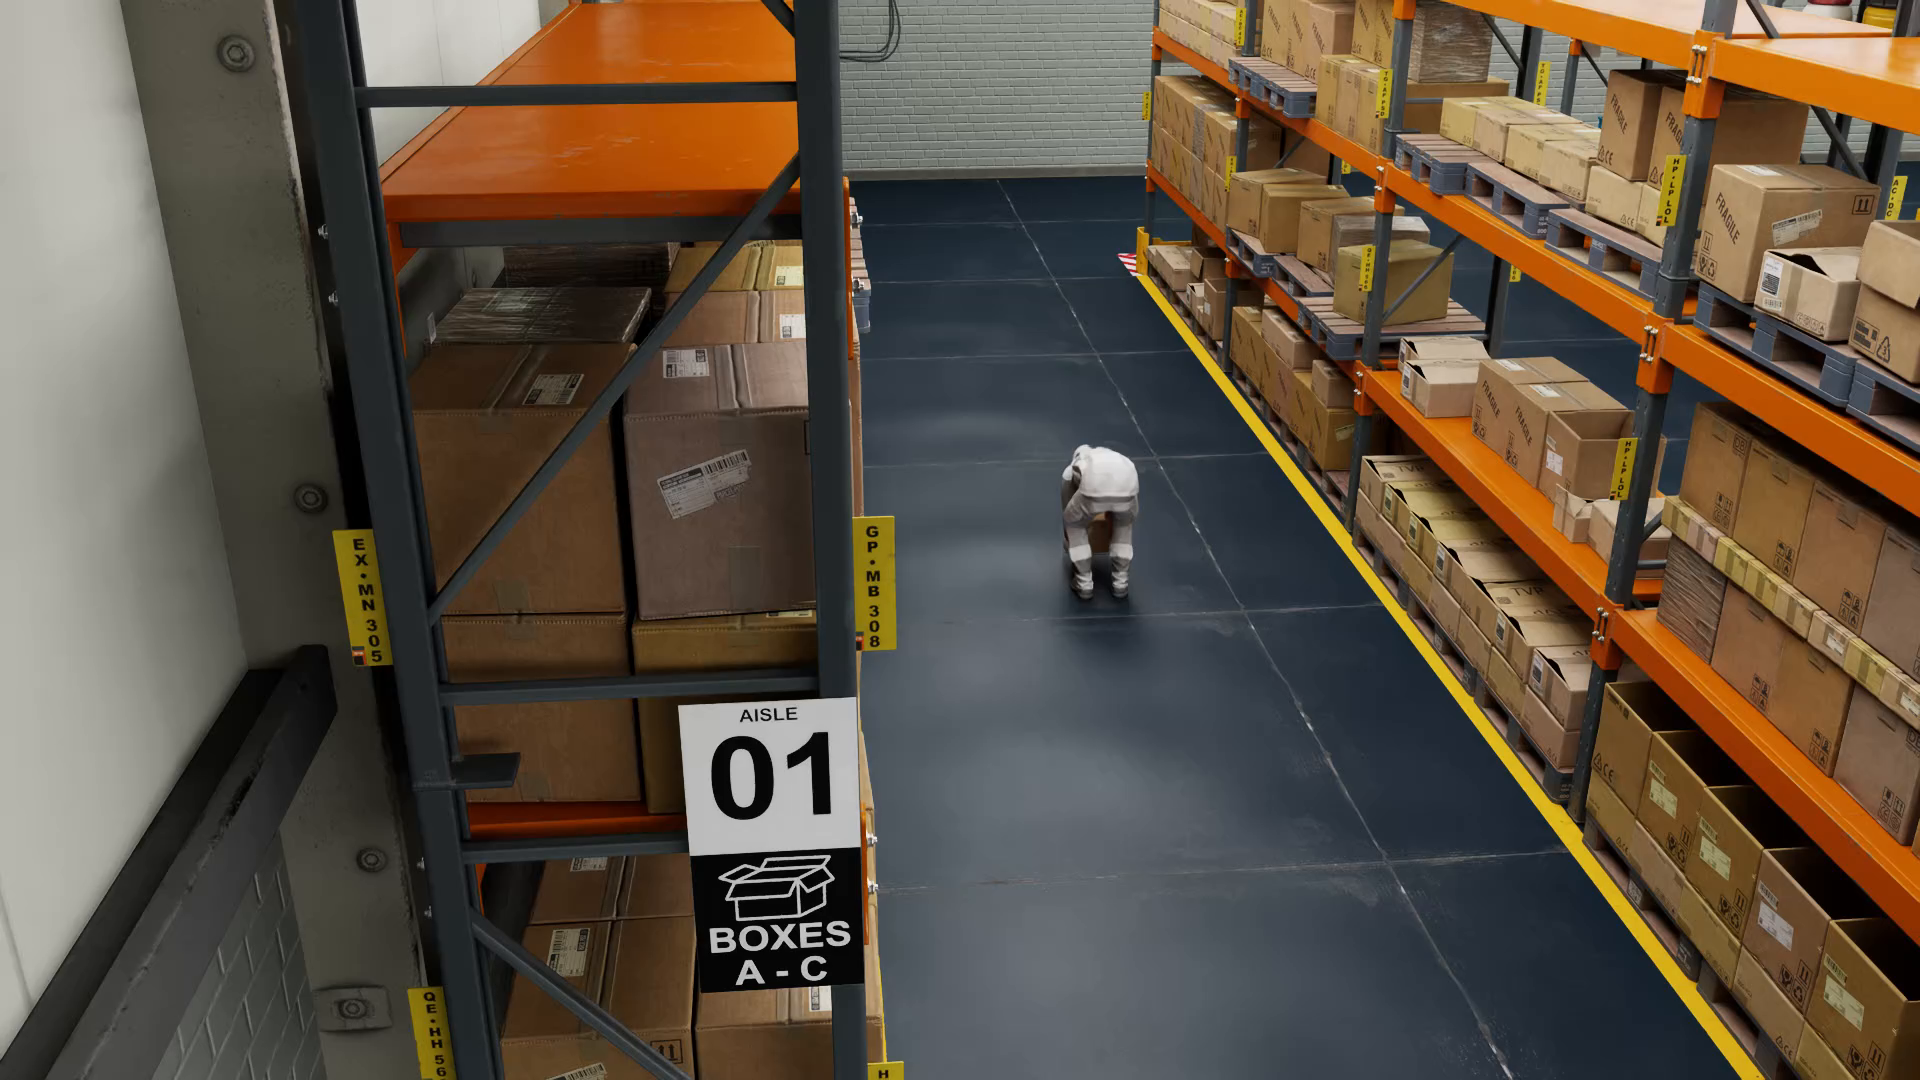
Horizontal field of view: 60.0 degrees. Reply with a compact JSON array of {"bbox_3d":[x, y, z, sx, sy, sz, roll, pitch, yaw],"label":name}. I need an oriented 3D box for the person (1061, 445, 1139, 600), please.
[{"bbox_3d":[0.957,-0.194,11.682,0.524,1.036,0.957,-3,24,-8],"label":"person"}]
